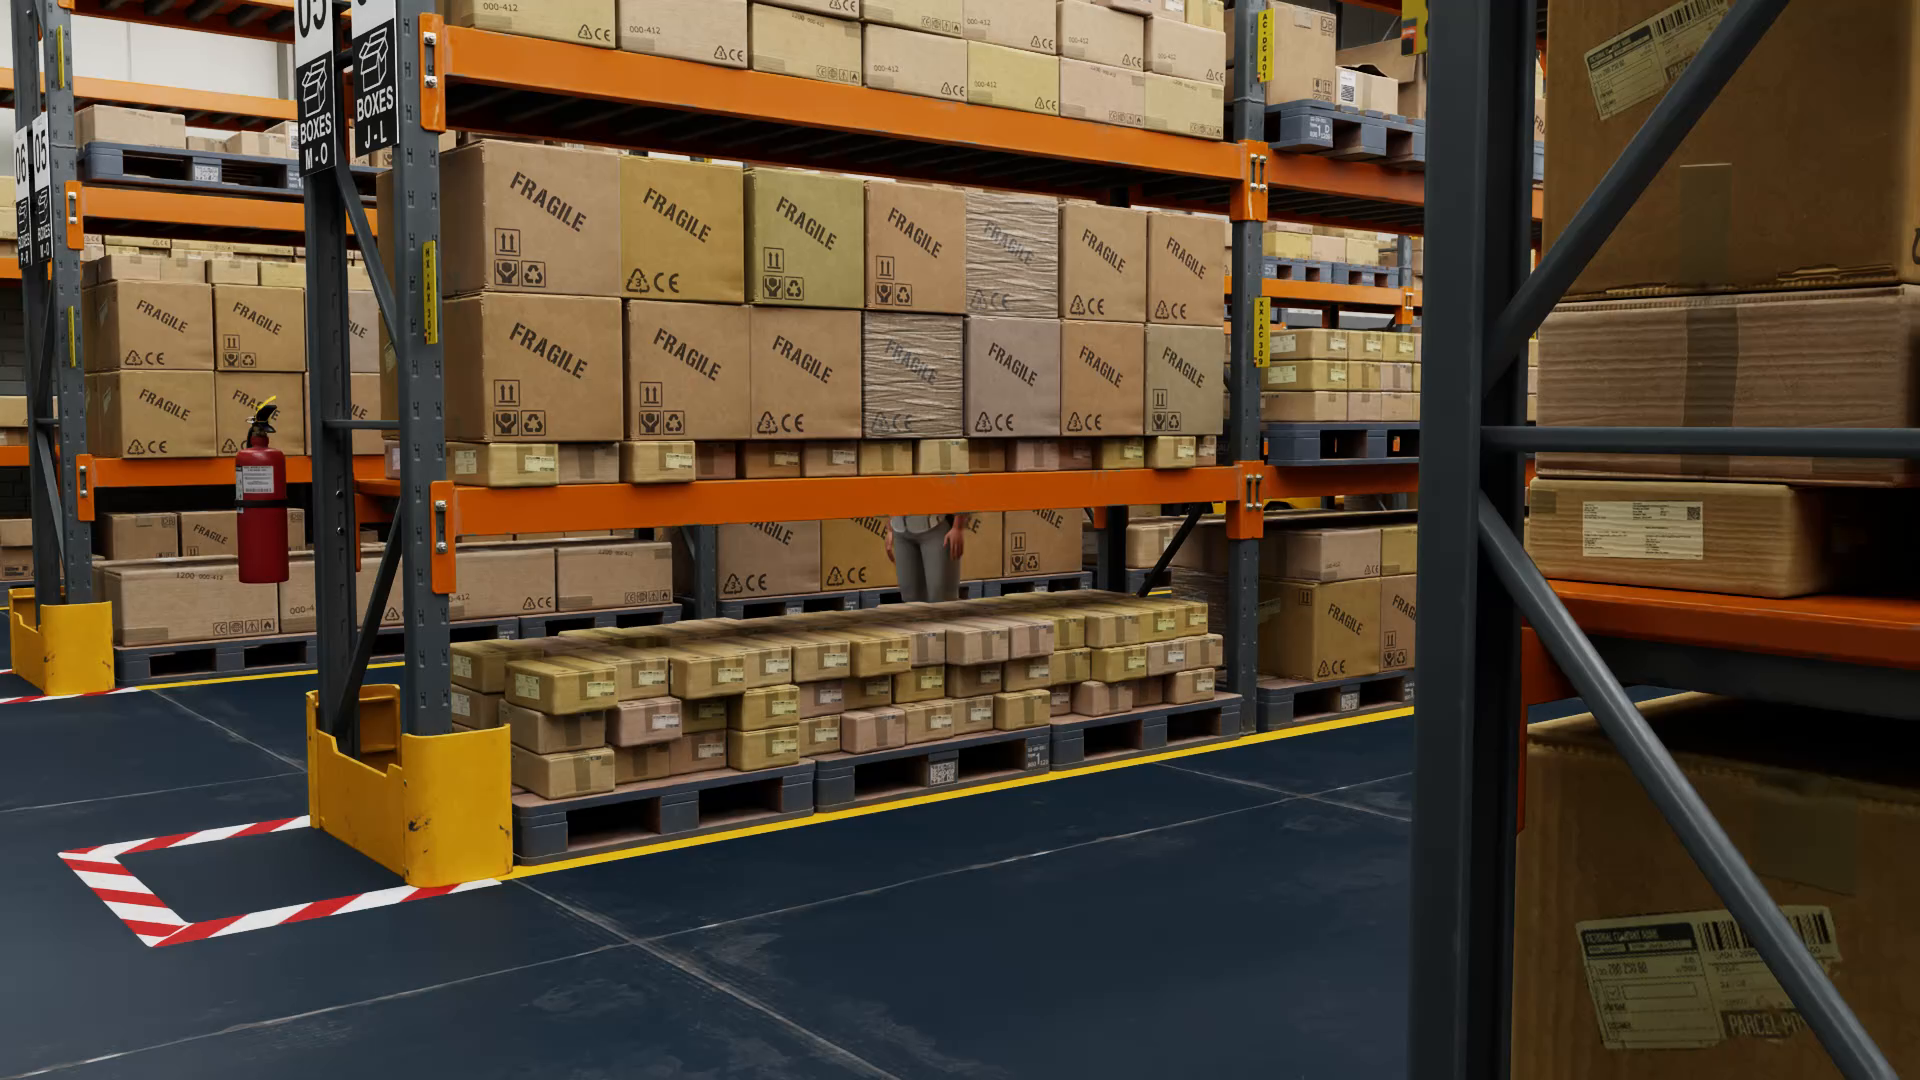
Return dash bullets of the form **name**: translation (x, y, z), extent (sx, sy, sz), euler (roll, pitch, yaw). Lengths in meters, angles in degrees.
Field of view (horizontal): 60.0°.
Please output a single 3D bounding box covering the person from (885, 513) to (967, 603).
- **person**: translation (-0.189, -0.028, 9.427), extent (0.579, 1.813, 0.408), euler (3, 5, 37)
